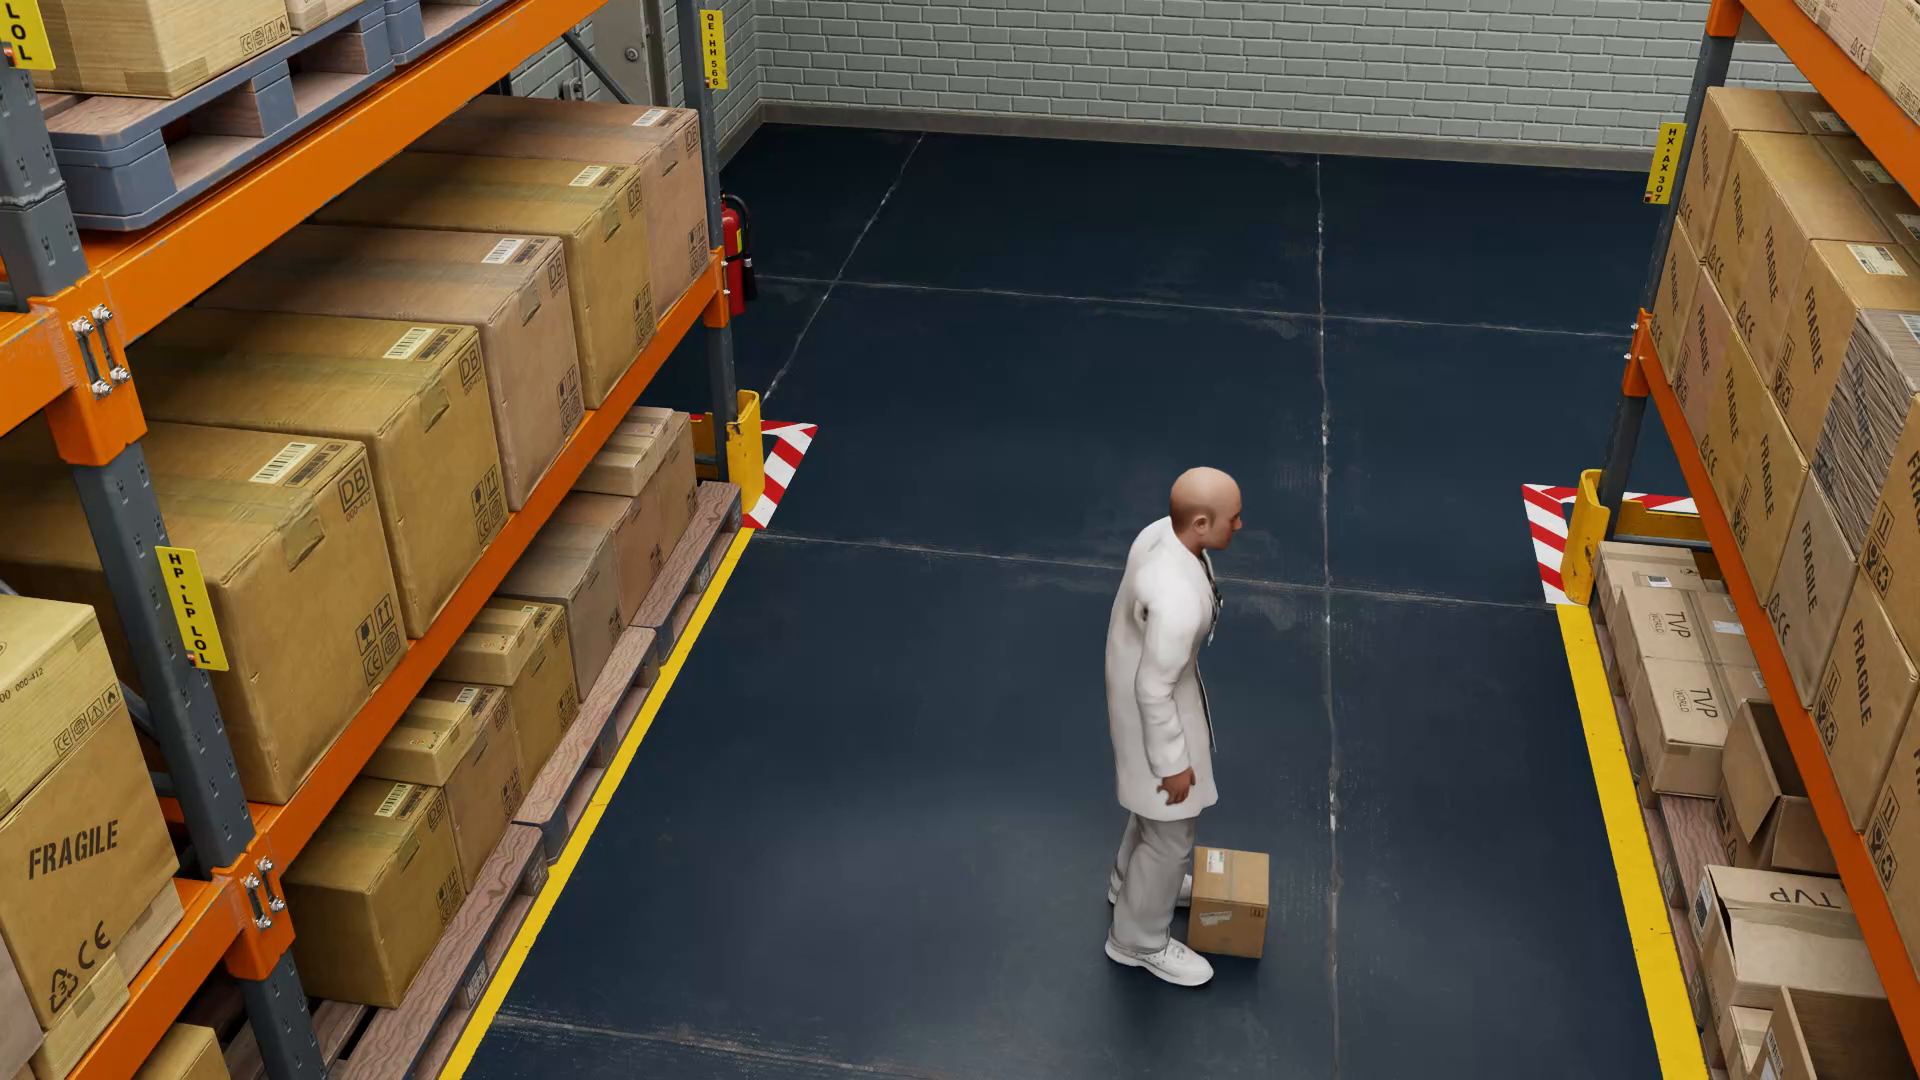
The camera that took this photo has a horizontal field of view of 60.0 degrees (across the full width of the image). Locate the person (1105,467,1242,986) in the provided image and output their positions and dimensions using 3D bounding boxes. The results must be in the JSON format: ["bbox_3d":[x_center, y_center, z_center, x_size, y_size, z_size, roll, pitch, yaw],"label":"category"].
[{"bbox_3d":[0.661,0.561,5.254,0.428,1.772,0.641,4,32,6],"label":"person"}]
